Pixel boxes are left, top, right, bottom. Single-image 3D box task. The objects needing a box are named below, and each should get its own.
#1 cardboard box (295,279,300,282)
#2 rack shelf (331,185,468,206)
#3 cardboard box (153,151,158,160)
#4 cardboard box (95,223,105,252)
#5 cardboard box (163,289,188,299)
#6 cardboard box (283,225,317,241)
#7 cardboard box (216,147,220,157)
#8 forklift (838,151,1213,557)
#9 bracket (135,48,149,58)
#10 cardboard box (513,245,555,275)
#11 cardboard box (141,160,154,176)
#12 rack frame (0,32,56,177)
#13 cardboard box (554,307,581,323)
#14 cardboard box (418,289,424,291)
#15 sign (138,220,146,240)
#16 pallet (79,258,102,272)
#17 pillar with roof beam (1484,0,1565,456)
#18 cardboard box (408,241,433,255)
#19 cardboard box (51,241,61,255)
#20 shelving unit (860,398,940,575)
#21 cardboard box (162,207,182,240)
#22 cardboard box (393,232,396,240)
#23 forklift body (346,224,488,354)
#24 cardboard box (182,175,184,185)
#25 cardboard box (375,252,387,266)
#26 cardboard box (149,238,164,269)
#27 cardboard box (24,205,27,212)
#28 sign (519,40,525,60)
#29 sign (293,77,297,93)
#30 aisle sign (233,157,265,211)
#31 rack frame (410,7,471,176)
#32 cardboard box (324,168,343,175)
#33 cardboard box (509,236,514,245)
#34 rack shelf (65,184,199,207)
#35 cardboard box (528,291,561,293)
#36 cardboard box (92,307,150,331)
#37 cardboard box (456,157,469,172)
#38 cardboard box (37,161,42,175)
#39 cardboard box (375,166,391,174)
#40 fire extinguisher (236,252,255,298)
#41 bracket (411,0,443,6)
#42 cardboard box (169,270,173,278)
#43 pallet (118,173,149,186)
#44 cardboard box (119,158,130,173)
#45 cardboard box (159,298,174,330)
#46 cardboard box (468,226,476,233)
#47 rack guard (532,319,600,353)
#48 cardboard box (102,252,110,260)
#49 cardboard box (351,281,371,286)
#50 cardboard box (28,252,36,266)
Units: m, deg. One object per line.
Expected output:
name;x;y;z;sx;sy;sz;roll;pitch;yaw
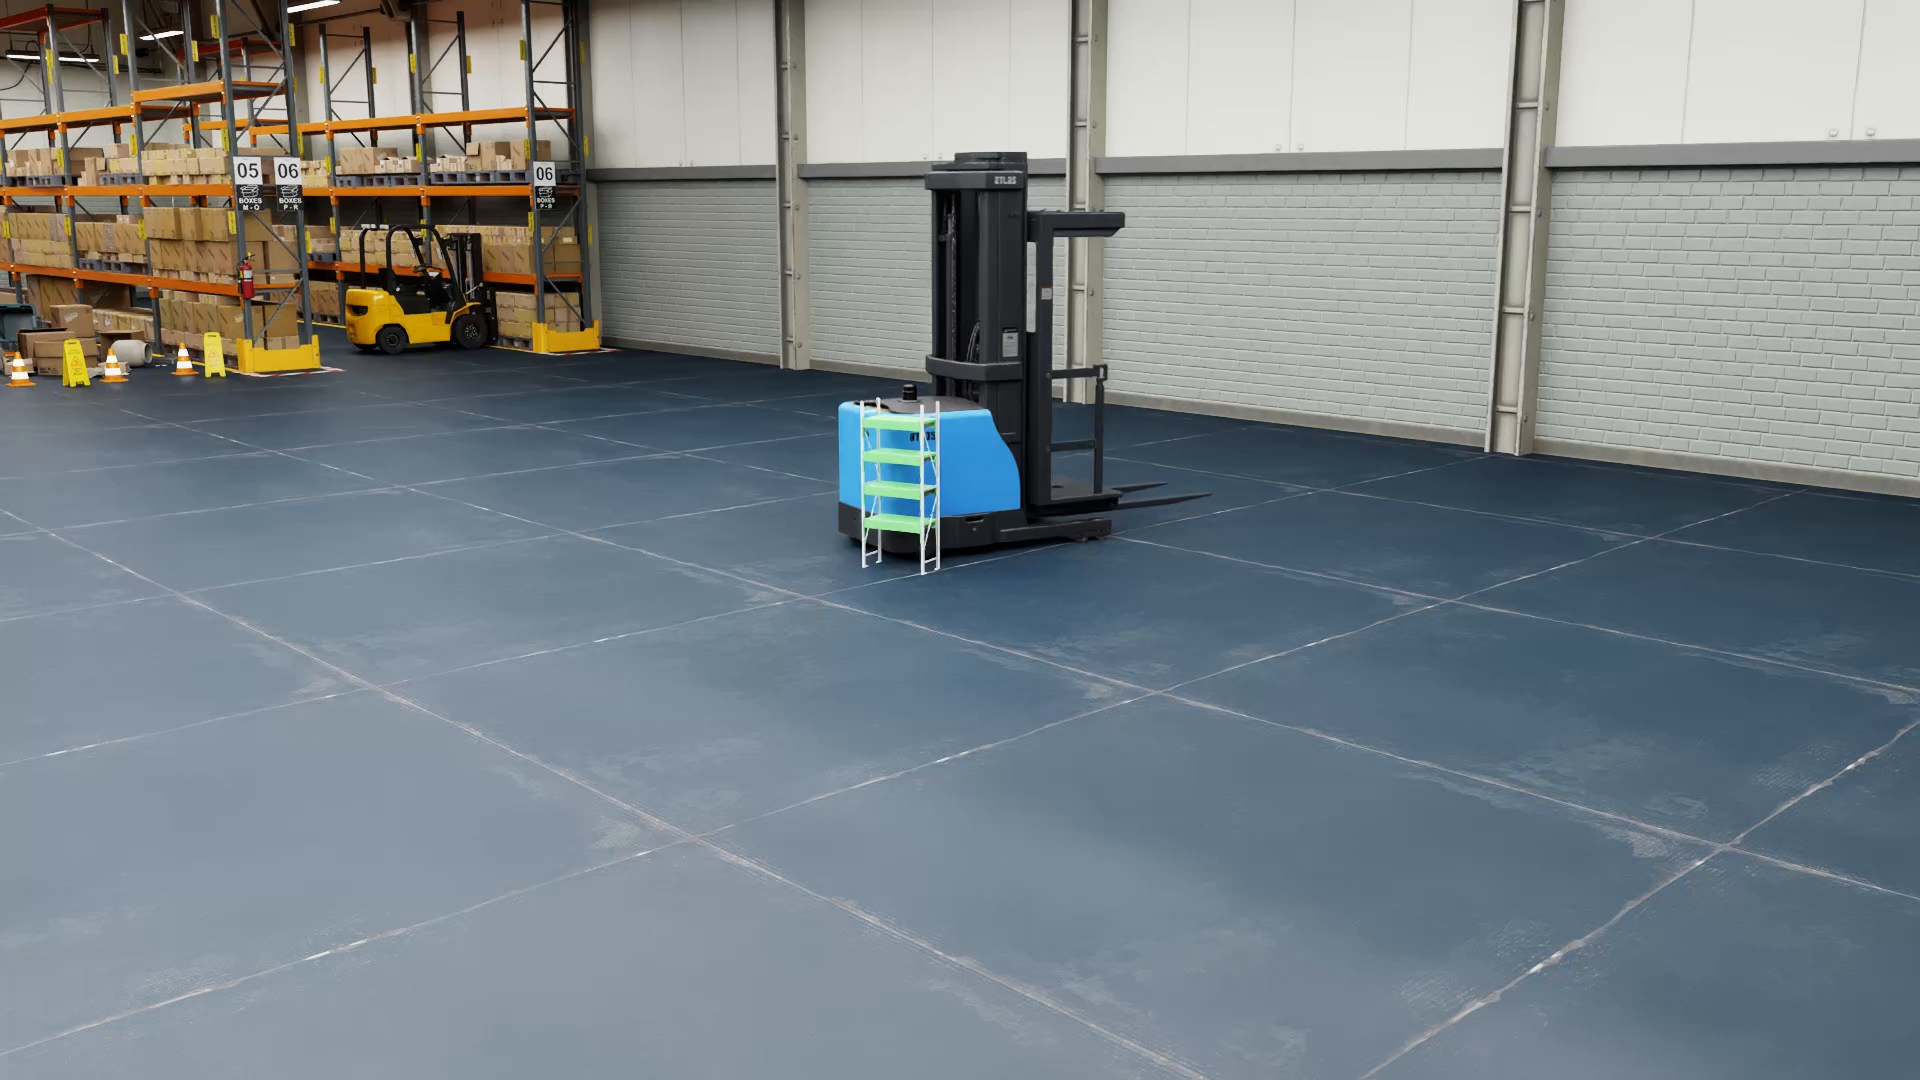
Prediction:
cardboard box;-14.325;-5.603;36.218;0.380;0.149;0.250;-11;16;-43
rack shelf;-11.014;-6.779;32.732;1.077;0.370;4.000;-11;16;-43
cardboard box;-12.862;-6.250;27.026;0.250;0.149;0.380;11;16;43
cardboard box;-15.103;-5.413;29.725;0.500;0.500;0.500;-11;16;-42
cardboard box;-12.965;-4.072;27.550;0.380;0.149;0.250;-11;16;-42
cardboard box;-14.086;-6.501;35.744;0.700;0.500;0.500;-11;16;-43
cardboard box;-11.055;-5.882;25.243;0.380;0.149;0.250;-11;16;-42
forklift;0.596;-1.503;12.945;3.031;2.935;1.130;-7;13;-29
bracket;-21.310;-12.699;43.330;0.235;0.232;0.430;-11;16;-43
cardboard box;-7.400;-4.871;28.873;0.500;0.500;0.500;-11;16;-44
cardboard box;-13.114;-6.117;27.371;0.500;0.250;0.500;-11;16;-44
rack frame;-18.745;-8.784;33.247;1.000;3.000;0.127;-11;16;-43
cardboard box;-7.045;-3.988;29.370;0.500;0.250;0.500;-11;16;-42
cardboard box;-10.532;-4.602;32.660;0.875;0.625;0.625;-11;16;-43
sign;-13.619;-5.168;27.691;0.100;0.325;0.005;-11;16;-43
pallet;-15.413;-5.079;30.606;1.213;0.211;1.003;-11;16;-43
pillar with roof beam;2.617;-4.725;13.547;9.100;9.000;0.400;-11;16;-43
cardboard box;-10.157;-5.578;31.685;0.500;0.250;0.500;-11;16;-44
cardboard box;-16.858;-5.543;31.516;0.500;0.250;0.500;11;16;44
shelving unit;-0.423;-0.386;11.812;0.503;1.200;0.258;6;13;28
cardboard box;-12.409;-5.114;26.836;0.700;0.500;0.500;-11;16;-44
cardboard box;-10.765;-5.901;32.266;0.250;0.149;0.380;11;16;44
forklift body;-9.499;-4.394;28.907;2.313;2.155;1.214;-11;16;-43
cardboard box;-12.116;-5.719;26.427;0.380;0.149;0.250;-11;16;-42
cardboard box;-11.204;-5.558;32.826;0.500;0.250;0.500;-10;15;-41
cardboard box;-13.118;-4.770;27.645;0.500;0.500;0.500;-11;16;-43
cardboard box;-19.291;-6.757;33.939;0.380;0.149;0.250;-10;16;-41
sign;-7.273;-8.148;27.648;0.100;0.325;0.005;-11;16;-43
sign;-14.760;-10.090;36.877;0.100;0.325;0.005;-11;16;-43
aisle sign;-10.625;-5.318;24.850;0.394;0.787;0.004;-11;16;-43
rack frame;-9.633;-8.309;30.940;1.000;3.000;0.127;-11;16;-43
cardboard box;-12.814;-7.564;34.140;0.380;0.149;0.250;-10;16;-41
cardboard box;-7.645;-5.245;29.079;0.380;0.149;0.250;-11;16;-42
rack shelf;-14.601;-6.087;29.372;1.077;0.370;4.000;-11;16;-43
cardboard box;-7.413;-4.304;29.666;0.500;0.250;0.500;-11;16;-42
cardboard box;-15.600;-4.097;30.835;0.625;0.372;0.950;10;16;41
cardboard box;-8.827;-6.770;29.947;0.258;0.266;0.396;11;16;44
cardboard box;-17.187;-7.023;31.427;0.258;0.266;0.396;11;16;44
cardboard box;-11.144;-7.202;32.336;0.380;0.149;0.250;-11;16;-43
fire extinguisher;-10.712;-3.976;24.967;0.296;0.674;0.183;-11;16;-43
bracket;-9.022;-10.102;30.726;0.076;0.066;4.783;-11;16;-43
cardboard box;-12.817;-4.401;27.460;0.380;0.149;0.250;-11;16;-43
pallet;-13.569;-6.161;28.411;1.213;0.211;1.003;-11;16;-43
cardboard box;-14.074;-6.419;28.534;0.500;0.250;0.500;-11;16;-42
cardboard box;-13.008;-3.781;27.745;0.500;0.500;0.500;-10;15;-40
cardboard box;-8.680;-5.618;30.155;0.380;0.149;0.250;-11;16;-43
rack guard;-6.854;-3.559;28.947;1.175;0.500;0.348;-11;16;-43
cardboard box;-15.168;-5.112;29.871;0.380;0.149;0.250;-10;15;-39
cardboard box;-12.694;-5.416;35.310;0.380;0.149;0.250;-10;15;-41
cardboard box;-17.931;-5.519;32.638;0.500;0.250;0.500;-11;16;-43
